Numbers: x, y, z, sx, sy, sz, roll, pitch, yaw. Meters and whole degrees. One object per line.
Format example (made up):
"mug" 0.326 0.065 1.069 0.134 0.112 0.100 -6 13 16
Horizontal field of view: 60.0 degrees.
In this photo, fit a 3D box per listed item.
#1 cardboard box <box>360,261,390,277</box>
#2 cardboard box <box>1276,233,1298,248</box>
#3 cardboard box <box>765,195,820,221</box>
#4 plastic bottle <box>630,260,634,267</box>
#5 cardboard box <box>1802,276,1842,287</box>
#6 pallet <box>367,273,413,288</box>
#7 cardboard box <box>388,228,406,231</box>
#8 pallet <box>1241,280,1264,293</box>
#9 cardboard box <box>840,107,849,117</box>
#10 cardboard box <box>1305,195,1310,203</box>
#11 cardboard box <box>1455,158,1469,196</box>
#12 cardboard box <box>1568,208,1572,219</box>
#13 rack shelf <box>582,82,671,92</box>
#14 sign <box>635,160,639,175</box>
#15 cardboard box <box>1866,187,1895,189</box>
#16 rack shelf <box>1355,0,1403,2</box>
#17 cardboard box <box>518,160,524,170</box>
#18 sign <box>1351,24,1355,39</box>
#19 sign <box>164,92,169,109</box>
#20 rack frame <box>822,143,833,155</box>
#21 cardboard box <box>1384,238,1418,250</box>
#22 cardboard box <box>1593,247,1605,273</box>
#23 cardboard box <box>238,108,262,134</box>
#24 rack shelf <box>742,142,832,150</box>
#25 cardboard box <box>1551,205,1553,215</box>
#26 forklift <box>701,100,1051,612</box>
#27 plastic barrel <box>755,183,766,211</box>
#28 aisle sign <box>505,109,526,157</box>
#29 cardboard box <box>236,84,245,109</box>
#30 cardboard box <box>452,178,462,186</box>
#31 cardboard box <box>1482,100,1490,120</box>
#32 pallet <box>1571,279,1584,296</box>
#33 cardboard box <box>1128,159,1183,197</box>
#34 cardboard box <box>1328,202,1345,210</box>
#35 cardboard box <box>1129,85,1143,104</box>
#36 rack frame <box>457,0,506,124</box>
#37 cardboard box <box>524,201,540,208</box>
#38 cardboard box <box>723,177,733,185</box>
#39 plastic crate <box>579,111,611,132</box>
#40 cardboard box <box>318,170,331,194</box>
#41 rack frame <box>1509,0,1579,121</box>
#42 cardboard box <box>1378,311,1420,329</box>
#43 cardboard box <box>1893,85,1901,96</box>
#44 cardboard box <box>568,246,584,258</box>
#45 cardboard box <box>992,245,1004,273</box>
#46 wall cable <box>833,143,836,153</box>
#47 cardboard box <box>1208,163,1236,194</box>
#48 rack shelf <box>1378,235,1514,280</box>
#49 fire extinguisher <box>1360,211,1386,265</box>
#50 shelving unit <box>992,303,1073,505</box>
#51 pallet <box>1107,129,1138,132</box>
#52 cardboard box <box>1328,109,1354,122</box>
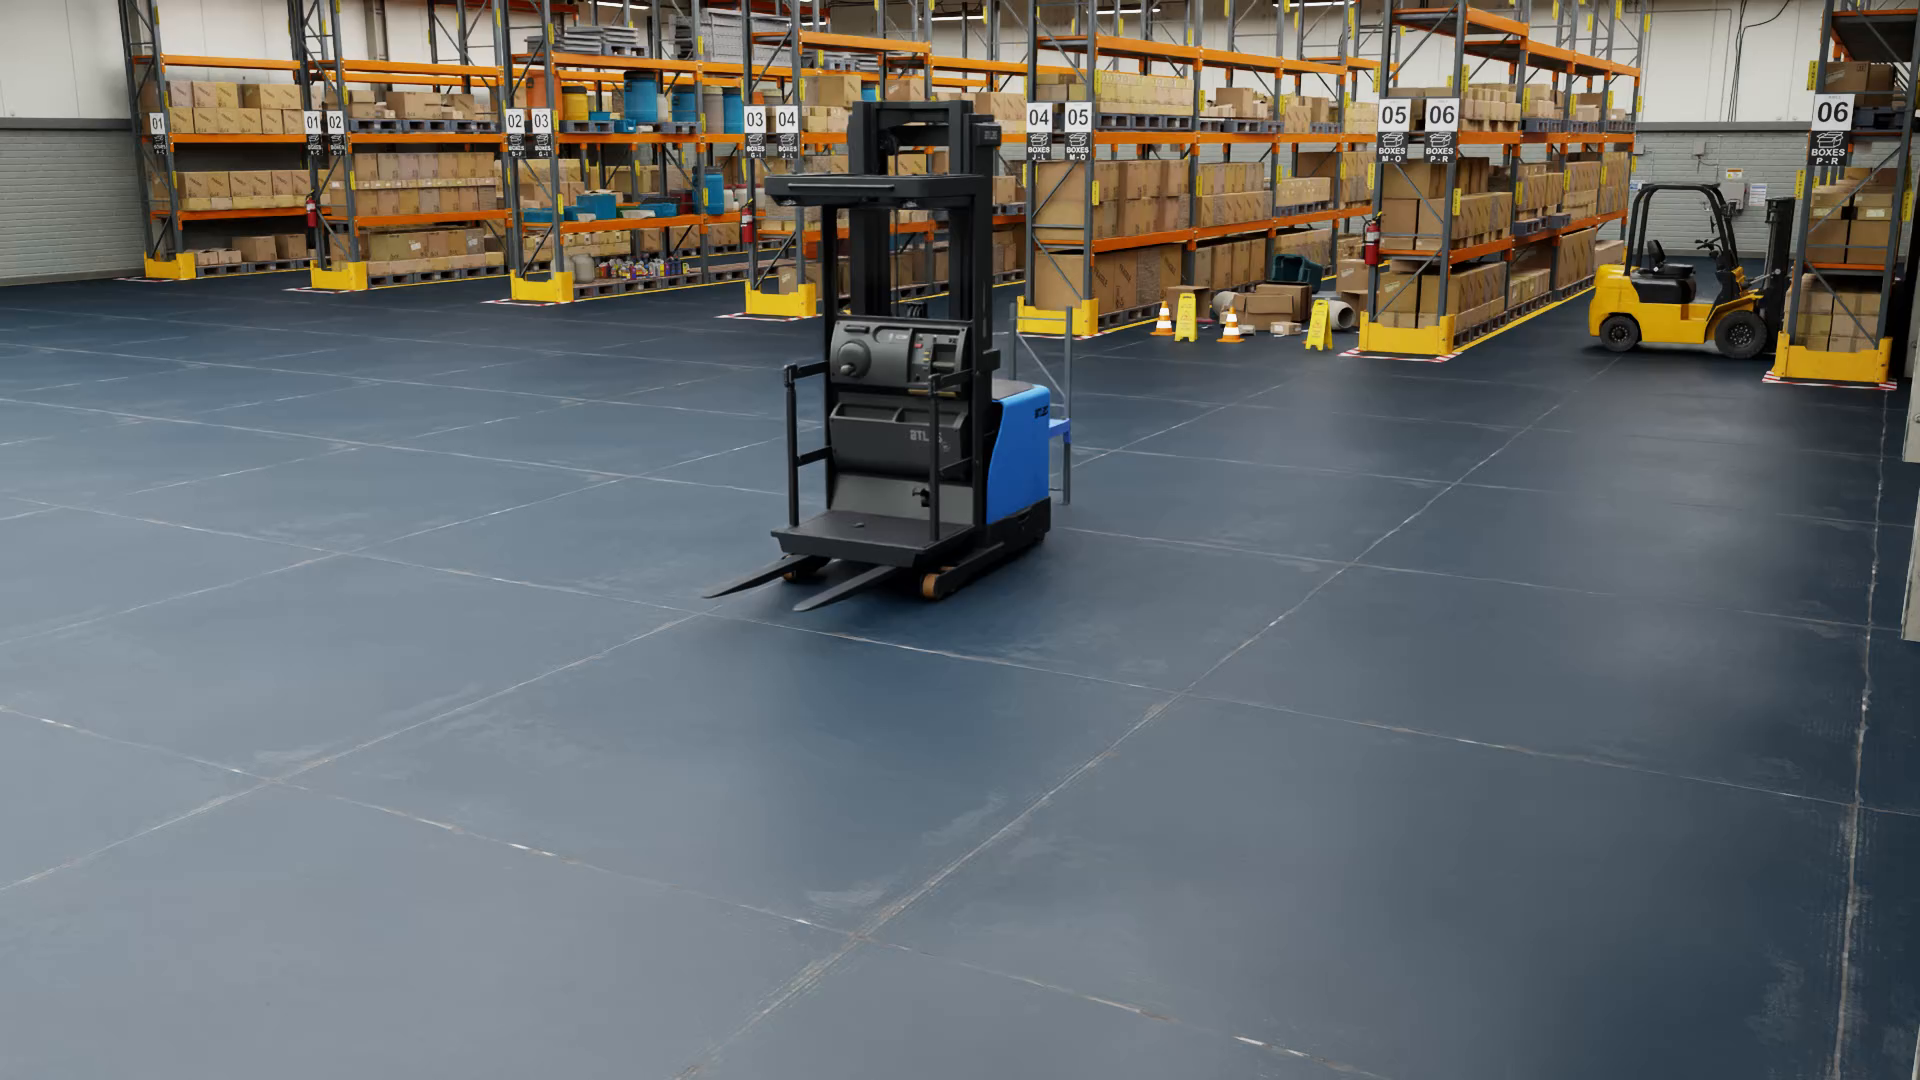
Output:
"cardboard box" -11.099 -5.110 31.302 0.500 0.250 0.500 7 15 28
"cardboard box" 6.068 -5.665 31.470 0.500 0.250 0.500 7 15 27
"cardboard box" -2.593 -5.338 26.427 0.875 0.500 0.500 7 15 28
"plastic bottle" -6.168 -5.113 31.223 0.097 0.271 0.097 0 14 0
"cardboard box" 11.078 -3.254 21.468 0.500 0.250 0.500 8 16 30
"pallet" -11.220 -4.964 31.674 1.003 0.211 1.213 7 15 28
"cardboard box" -13.129 -6.903 38.160 0.700 0.500 0.500 8 15 29
"pallet" 4.830 -4.585 30.100 1.003 0.211 1.213 7 15 28
"cardboard box" -2.008 -6.850 26.614 0.380 0.149 0.250 7 15 28
"cardboard box" 6.565 -6.625 32.252 0.380 0.149 0.250 8 16 30
"cardboard box" 6.618 -5.027 23.003 0.700 0.500 0.500 7 15 28
"cardboard box" 10.349 -5.660 28.930 0.500 0.250 0.500 7 15 26
"rack shelf" -9.123 -11.963 44.344 1.077 0.370 4.000 7 15 28
"sign" -7.198 -8.300 37.091 0.100 0.325 0.005 7 15 28
"cardboard box" 11.909 -4.477 21.473 0.380 0.149 0.250 7 15 28
"rack shelf" 8.178 -11.507 34.507 1.077 0.370 4.000 7 15 28
"cardboard box" -11.081 -9.205 40.823 0.500 0.250 0.500 7 15 28
"sign" 8.670 -11.205 36.650 0.100 0.325 0.005 7 15 28
"sign" -15.416 -8.540 32.293 0.100 0.325 0.005 7 15 28
"rack frame" -3.818 -9.441 44.293 1.000 3.000 0.127 7 15 28
"cardboard box" 5.786 -3.891 21.809 0.380 0.149 0.250 8 16 30
"cardboard box" 11.990 -5.449 32.308 0.875 0.438 0.875 7 15 27
"cardboard box" -14.732 -8.601 34.153 0.500 0.500 0.500 8 16 31
"rack shelf" -4.785 -10.139 42.324 1.077 0.370 4.000 7 15 28
"cardboard box" 9.429 -5.371 27.051 0.380 0.149 0.250 7 15 25
"forklift" -0.479 -1.178 10.167 1.130 2.935 3.031 7 15 26
"plastic barrel" -4.067 -6.894 33.438 0.433 0.535 0.433 0 14 0
"aisle sign" -7.514 -6.879 28.119 0.394 0.787 0.004 7 15 28
"cardboard box" -15.150 -9.153 34.312 0.500 0.500 0.500 7 15 28
"cardboard box" -10.057 -7.054 32.796 0.380 0.149 0.250 7 15 28
"cardboard box" 6.748 -5.726 22.170 0.500 0.250 0.500 8 16 30
"pallet" 10.697 -4.600 30.165 1.003 0.211 1.213 7 15 28
"cardboard box" 2.971 -5.673 26.041 0.875 0.550 0.550 7 15 28
"cardboard box" 7.634 -6.813 33.930 0.380 0.149 0.250 8 16 30
"cardboard box" 2.356 -6.513 24.324 0.500 0.250 0.500 7 15 28
"rack frame" -9.619 -9.895 33.378 1.000 3.000 0.127 7 15 28
"cardboard box" -9.012 -7.015 34.768 0.380 0.149 0.250 7 15 28
"cardboard box" -5.735 -8.800 41.423 0.500 0.500 0.500 8 16 29
"plastic crate" -6.561 -7.472 29.760 0.392 0.384 0.575 7 15 28
"cardboard box" -13.916 -7.709 35.785 0.500 0.500 0.500 7 15 28
"rack frame" 9.659 -8.470 27.466 1.000 3.000 0.127 7 15 28
"cardboard box" 5.959 -2.981 22.469 0.500 0.250 0.500 7 15 28
"cardboard box" 15.753 -7.619 28.244 0.396 0.266 0.258 7 15 28
"cardboard box" -8.465 -6.216 35.890 0.500 0.250 0.500 8 16 29
"cardboard box" 0.421 -5.420 32.010 0.700 0.500 0.500 6 15 23
"wall cable" -5.110 -12.528 50.924 3.097 2.526 0.112 7 15 28
"cardboard box" 4.315 -6.223 28.599 0.700 0.500 0.500 7 15 27
"rack shelf" 6.759 -3.973 23.147 1.077 0.370 4.000 7 15 28
"fire extinguisher" 5.333 -3.903 21.489 0.296 0.674 0.183 7 15 28
"shelving unit" 0.380 -0.920 12.149 0.538 1.500 1.048 7 15 26
"pallet" 3.323 -9.079 36.580 1.003 0.211 1.213 7 15 28
"cardboard box" 7.654 -8.614 33.717 0.500 0.250 0.500 8 16 30
